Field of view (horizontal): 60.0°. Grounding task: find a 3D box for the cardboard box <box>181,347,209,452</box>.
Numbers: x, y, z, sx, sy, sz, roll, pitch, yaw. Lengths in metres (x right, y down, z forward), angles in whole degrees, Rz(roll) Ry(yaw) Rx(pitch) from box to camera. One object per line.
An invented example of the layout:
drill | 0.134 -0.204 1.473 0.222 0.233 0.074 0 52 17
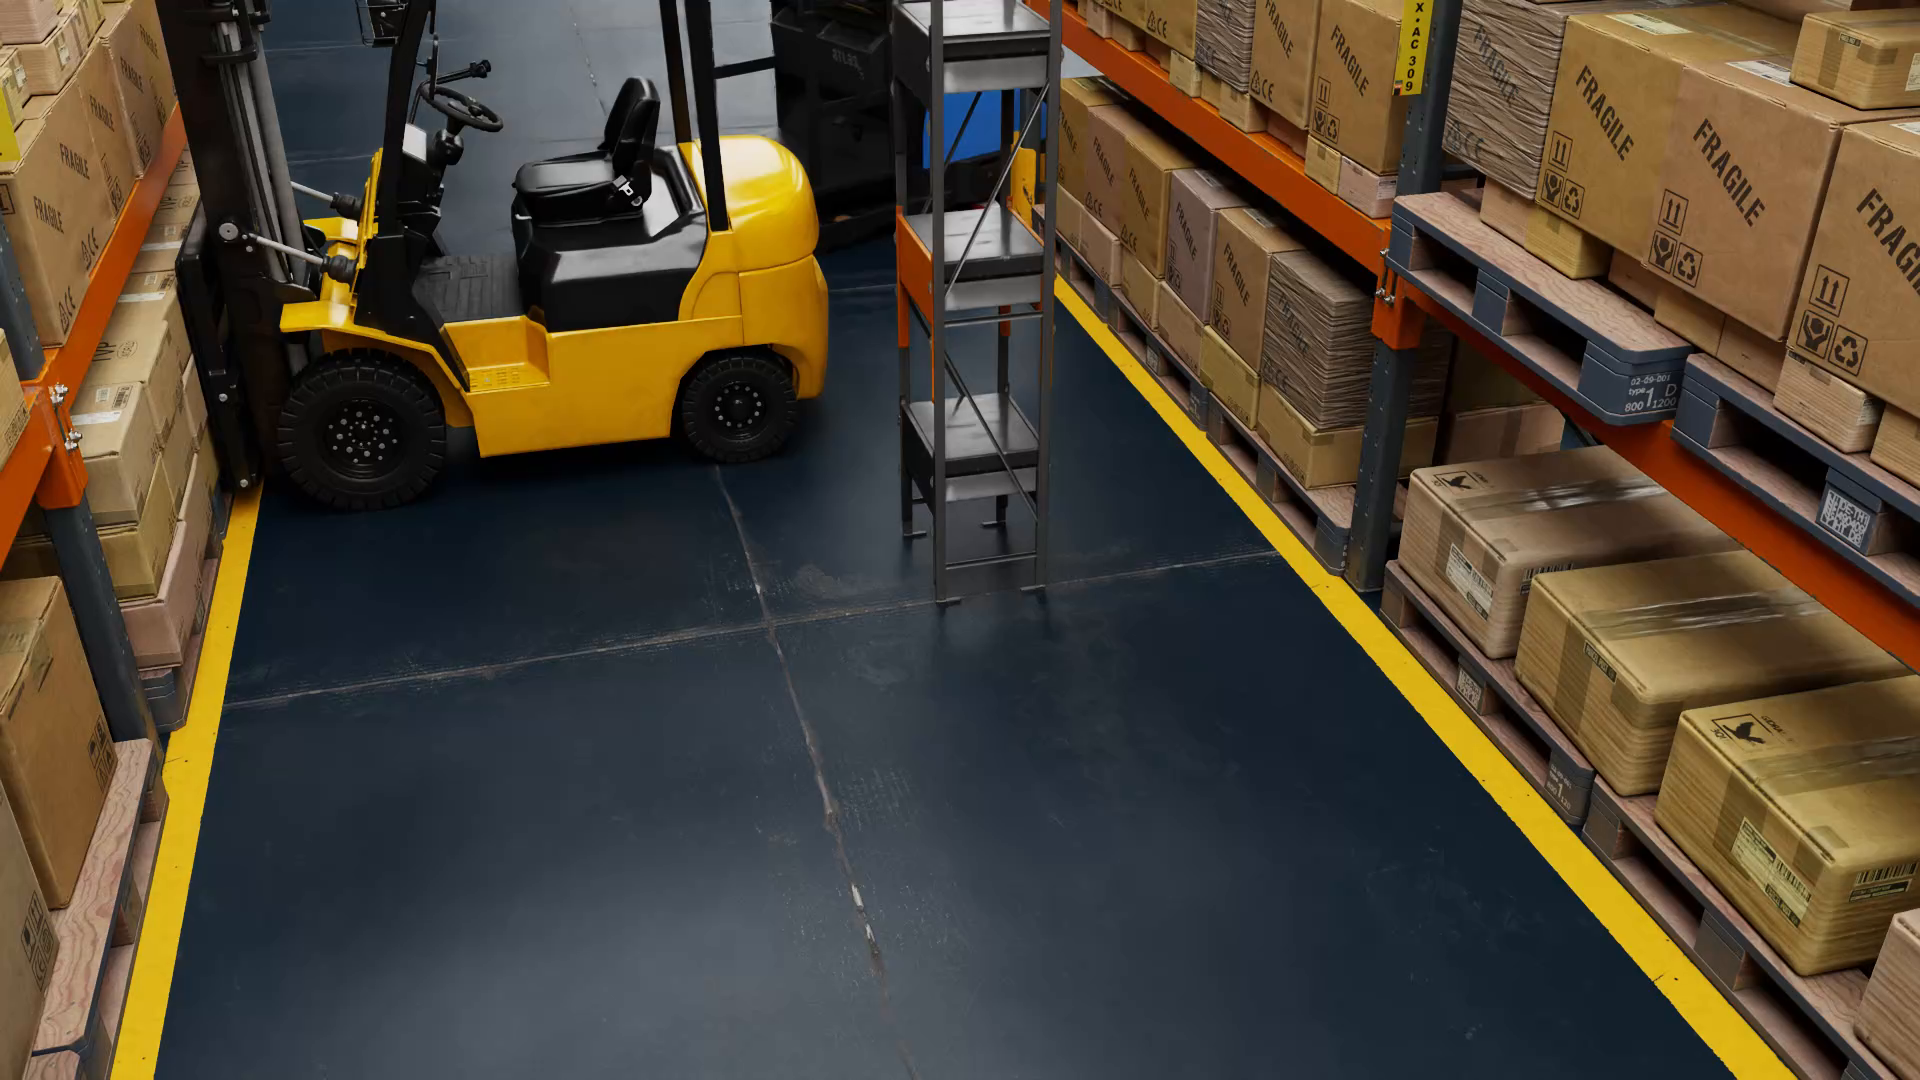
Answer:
cardboard box | -2.991 -0.505 5.955 0.500 0.250 0.500 -8 31 -14

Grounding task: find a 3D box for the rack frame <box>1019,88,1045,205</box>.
rack frame | 0.821 -3.129 8.662 1.000 3.000 0.127 -8 31 -13

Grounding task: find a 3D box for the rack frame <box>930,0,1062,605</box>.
rack frame | 0.109 -0.711 5.382 0.400 2.100 0.015 -8 31 -13

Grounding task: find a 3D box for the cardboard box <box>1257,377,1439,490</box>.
cardboard box | 1.467 -0.439 6.339 0.500 0.250 0.500 -6 31 -11

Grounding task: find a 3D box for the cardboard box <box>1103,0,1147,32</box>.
cardboard box | 0.956 -2.540 7.247 0.500 0.500 0.500 -8 31 -14

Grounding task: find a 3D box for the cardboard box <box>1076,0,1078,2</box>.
cardboard box | 0.792 -2.709 8.186 0.380 0.149 0.250 -7 31 -13

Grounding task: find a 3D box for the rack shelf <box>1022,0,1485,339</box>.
rack shelf | 1.352 -1.852 7.173 1.077 0.370 4.000 -8 31 -13

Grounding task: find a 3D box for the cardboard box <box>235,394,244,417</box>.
cardboard box | -3.128 -0.542 6.517 0.500 0.250 0.500 -7 31 -12

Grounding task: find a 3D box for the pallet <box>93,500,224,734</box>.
pallet | -3.073 0.282 5.552 1.003 0.211 1.213 -8 31 -13

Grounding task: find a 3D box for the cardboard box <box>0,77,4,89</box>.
cardboard box | -2.701 -1.181 4.253 0.380 0.149 0.250 -7 31 -12

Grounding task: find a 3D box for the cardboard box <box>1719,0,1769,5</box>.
cardboard box | 2.226 -1.358 4.786 0.500 0.500 0.500 -8 31 -14

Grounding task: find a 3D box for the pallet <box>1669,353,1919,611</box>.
pallet | 2.379 -0.133 3.677 1.003 0.211 1.213 -8 31 -13

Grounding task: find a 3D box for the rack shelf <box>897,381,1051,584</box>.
rack shelf | 0.044 -0.211 5.943 0.431 0.518 0.480 -8 31 -13

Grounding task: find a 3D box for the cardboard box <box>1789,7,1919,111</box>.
cardboard box | 2.054 -1.046 3.600 0.380 0.149 0.250 -6 31 -10

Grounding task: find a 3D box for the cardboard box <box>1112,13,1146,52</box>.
cardboard box | 0.908 -2.321 7.516 0.380 0.149 0.250 -7 31 -12

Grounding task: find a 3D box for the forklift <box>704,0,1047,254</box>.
forklift | -0.869 -3.093 8.668 3.031 2.935 1.130 -23 37 -34

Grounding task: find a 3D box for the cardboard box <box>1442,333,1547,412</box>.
cardboard box | 1.986 -0.834 6.274 0.500 0.500 0.500 -6 31 -11

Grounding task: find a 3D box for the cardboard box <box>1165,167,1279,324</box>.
cardboard box | 1.194 -1.255 7.001 0.500 0.500 0.500 -6 31 -11

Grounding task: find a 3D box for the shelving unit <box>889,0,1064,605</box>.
shelving unit | 0.044 -0.829 5.586 0.431 2.100 0.503 -8 31 -13

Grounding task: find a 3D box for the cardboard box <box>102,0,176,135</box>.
cardboard box | -3.315 -1.808 6.280 0.500 0.500 0.500 -8 31 -14

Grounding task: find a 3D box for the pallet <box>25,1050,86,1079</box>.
pallet | -2.341 1.613 3.253 1.003 0.211 1.213 -8 31 -13

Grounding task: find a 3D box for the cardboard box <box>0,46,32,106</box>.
cardboard box | -2.899 -1.295 4.746 0.380 0.149 0.250 -8 31 -13

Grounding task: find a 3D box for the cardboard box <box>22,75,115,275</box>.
cardboard box | -2.922 -1.077 5.017 0.500 0.500 0.500 -7 31 -12

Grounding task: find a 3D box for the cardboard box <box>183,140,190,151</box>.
cardboard box | -3.541 -1.711 7.539 0.500 0.250 0.500 -7 31 -12

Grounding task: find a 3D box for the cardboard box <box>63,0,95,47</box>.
cardboard box | -3.045 -1.670 5.394 0.380 0.149 0.250 -9 31 -15

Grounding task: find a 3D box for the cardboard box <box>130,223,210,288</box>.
cardboard box | -3.129 -0.977 6.271 0.500 0.250 0.500 -8 31 -14

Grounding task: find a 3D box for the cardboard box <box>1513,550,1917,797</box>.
cardboard box | 2.218 0.358 4.841 0.950 0.372 0.625 -6 31 -10

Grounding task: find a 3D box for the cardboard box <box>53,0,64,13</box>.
cardboard box | -2.998 -1.677 5.110 0.380 0.149 0.250 -8 31 -14

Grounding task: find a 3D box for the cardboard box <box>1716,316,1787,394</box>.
cardboard box | 2.023 -0.463 3.887 0.380 0.149 0.250 -8 31 -13

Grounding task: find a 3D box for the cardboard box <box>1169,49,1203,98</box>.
cardboard box | 1.088 -1.940 6.859 0.380 0.149 0.250 -8 31 -13

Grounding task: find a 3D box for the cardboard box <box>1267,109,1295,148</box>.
cardboard box | 1.384 -1.581 6.238 0.380 0.149 0.250 -8 31 -14

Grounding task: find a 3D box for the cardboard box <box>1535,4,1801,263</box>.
cardboard box | 1.864 -1.044 4.244 0.500 0.500 0.500 -8 31 -13

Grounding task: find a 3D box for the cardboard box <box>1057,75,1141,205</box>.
cardboard box | 0.775 -2.007 8.301 0.500 0.500 0.500 -9 31 -15

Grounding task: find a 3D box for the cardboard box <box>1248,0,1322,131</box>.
cardboard box | 1.382 -1.798 5.966 0.500 0.500 0.500 -7 31 -12

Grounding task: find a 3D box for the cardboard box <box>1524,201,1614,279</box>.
cardboard box | 1.782 -0.839 4.537 0.380 0.149 0.250 -7 31 -12

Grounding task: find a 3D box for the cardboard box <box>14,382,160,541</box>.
cardboard box | -2.728 -0.235 4.989 0.500 0.250 0.500 -8 31 -14

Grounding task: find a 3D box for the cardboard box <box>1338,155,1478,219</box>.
cardboard box | 1.503 -1.203 5.585 0.380 0.149 0.250 -8 31 -14

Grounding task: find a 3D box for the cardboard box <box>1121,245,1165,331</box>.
cardboard box | 1.054 -1.185 7.628 0.500 0.250 0.500 -6 31 -10

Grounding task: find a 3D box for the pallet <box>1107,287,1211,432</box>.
pallet | 1.343 -0.900 7.595 1.003 0.211 1.213 -8 31 -13

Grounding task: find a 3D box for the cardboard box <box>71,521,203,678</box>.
cardboard box | -2.711 0.195 5.244 0.500 0.250 0.500 -8 31 -13

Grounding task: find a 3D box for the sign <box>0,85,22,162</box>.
sign | -2.381 -1.079 4.043 0.100 0.325 0.005 -8 31 -13
